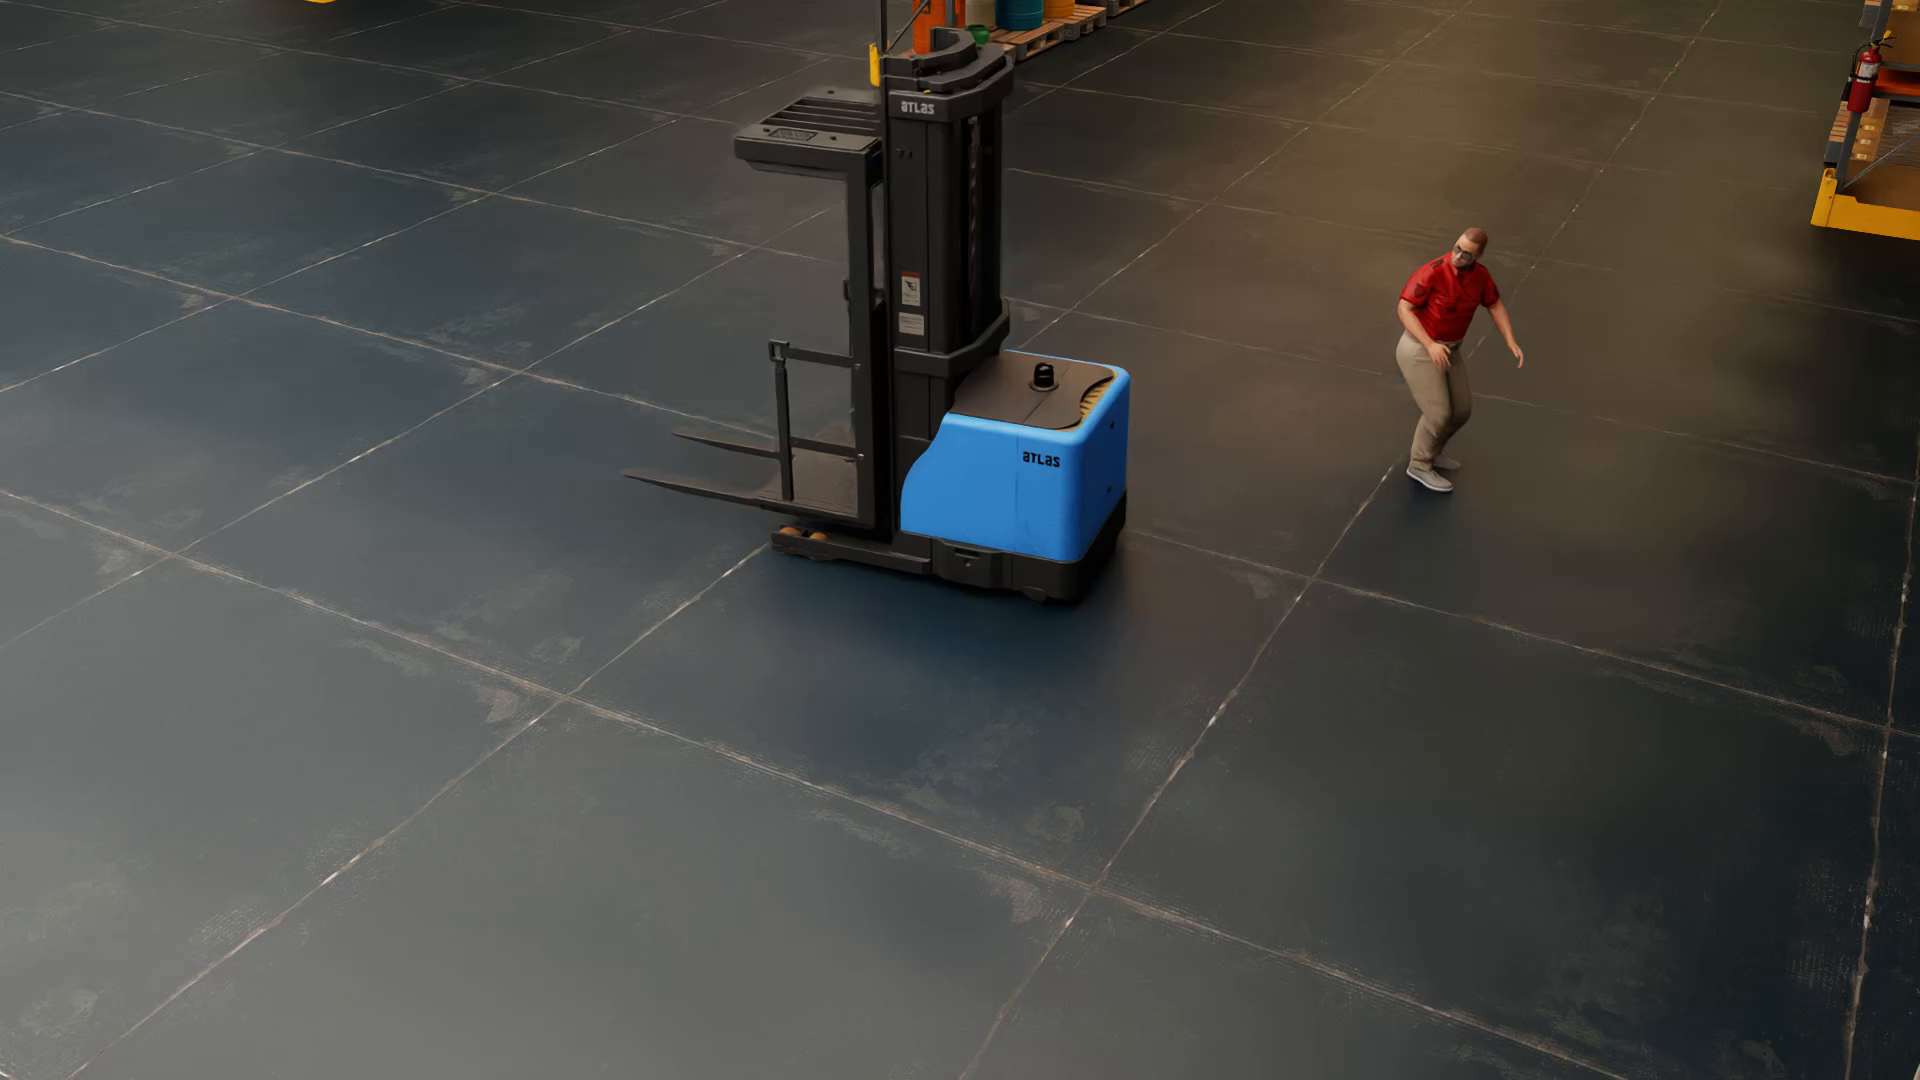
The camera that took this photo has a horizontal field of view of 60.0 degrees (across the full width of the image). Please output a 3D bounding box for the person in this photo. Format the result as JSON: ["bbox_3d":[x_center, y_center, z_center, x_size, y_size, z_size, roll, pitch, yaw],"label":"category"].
[{"bbox_3d":[3.065,-1.124,10.321,0.775,1.684,0.604,-18,35,-29],"label":"person"}]

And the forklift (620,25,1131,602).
[{"bbox_3d":[-0.575,-1.376,9.454,3.031,2.935,1.130,11,32,18],"label":"forklift"}]
